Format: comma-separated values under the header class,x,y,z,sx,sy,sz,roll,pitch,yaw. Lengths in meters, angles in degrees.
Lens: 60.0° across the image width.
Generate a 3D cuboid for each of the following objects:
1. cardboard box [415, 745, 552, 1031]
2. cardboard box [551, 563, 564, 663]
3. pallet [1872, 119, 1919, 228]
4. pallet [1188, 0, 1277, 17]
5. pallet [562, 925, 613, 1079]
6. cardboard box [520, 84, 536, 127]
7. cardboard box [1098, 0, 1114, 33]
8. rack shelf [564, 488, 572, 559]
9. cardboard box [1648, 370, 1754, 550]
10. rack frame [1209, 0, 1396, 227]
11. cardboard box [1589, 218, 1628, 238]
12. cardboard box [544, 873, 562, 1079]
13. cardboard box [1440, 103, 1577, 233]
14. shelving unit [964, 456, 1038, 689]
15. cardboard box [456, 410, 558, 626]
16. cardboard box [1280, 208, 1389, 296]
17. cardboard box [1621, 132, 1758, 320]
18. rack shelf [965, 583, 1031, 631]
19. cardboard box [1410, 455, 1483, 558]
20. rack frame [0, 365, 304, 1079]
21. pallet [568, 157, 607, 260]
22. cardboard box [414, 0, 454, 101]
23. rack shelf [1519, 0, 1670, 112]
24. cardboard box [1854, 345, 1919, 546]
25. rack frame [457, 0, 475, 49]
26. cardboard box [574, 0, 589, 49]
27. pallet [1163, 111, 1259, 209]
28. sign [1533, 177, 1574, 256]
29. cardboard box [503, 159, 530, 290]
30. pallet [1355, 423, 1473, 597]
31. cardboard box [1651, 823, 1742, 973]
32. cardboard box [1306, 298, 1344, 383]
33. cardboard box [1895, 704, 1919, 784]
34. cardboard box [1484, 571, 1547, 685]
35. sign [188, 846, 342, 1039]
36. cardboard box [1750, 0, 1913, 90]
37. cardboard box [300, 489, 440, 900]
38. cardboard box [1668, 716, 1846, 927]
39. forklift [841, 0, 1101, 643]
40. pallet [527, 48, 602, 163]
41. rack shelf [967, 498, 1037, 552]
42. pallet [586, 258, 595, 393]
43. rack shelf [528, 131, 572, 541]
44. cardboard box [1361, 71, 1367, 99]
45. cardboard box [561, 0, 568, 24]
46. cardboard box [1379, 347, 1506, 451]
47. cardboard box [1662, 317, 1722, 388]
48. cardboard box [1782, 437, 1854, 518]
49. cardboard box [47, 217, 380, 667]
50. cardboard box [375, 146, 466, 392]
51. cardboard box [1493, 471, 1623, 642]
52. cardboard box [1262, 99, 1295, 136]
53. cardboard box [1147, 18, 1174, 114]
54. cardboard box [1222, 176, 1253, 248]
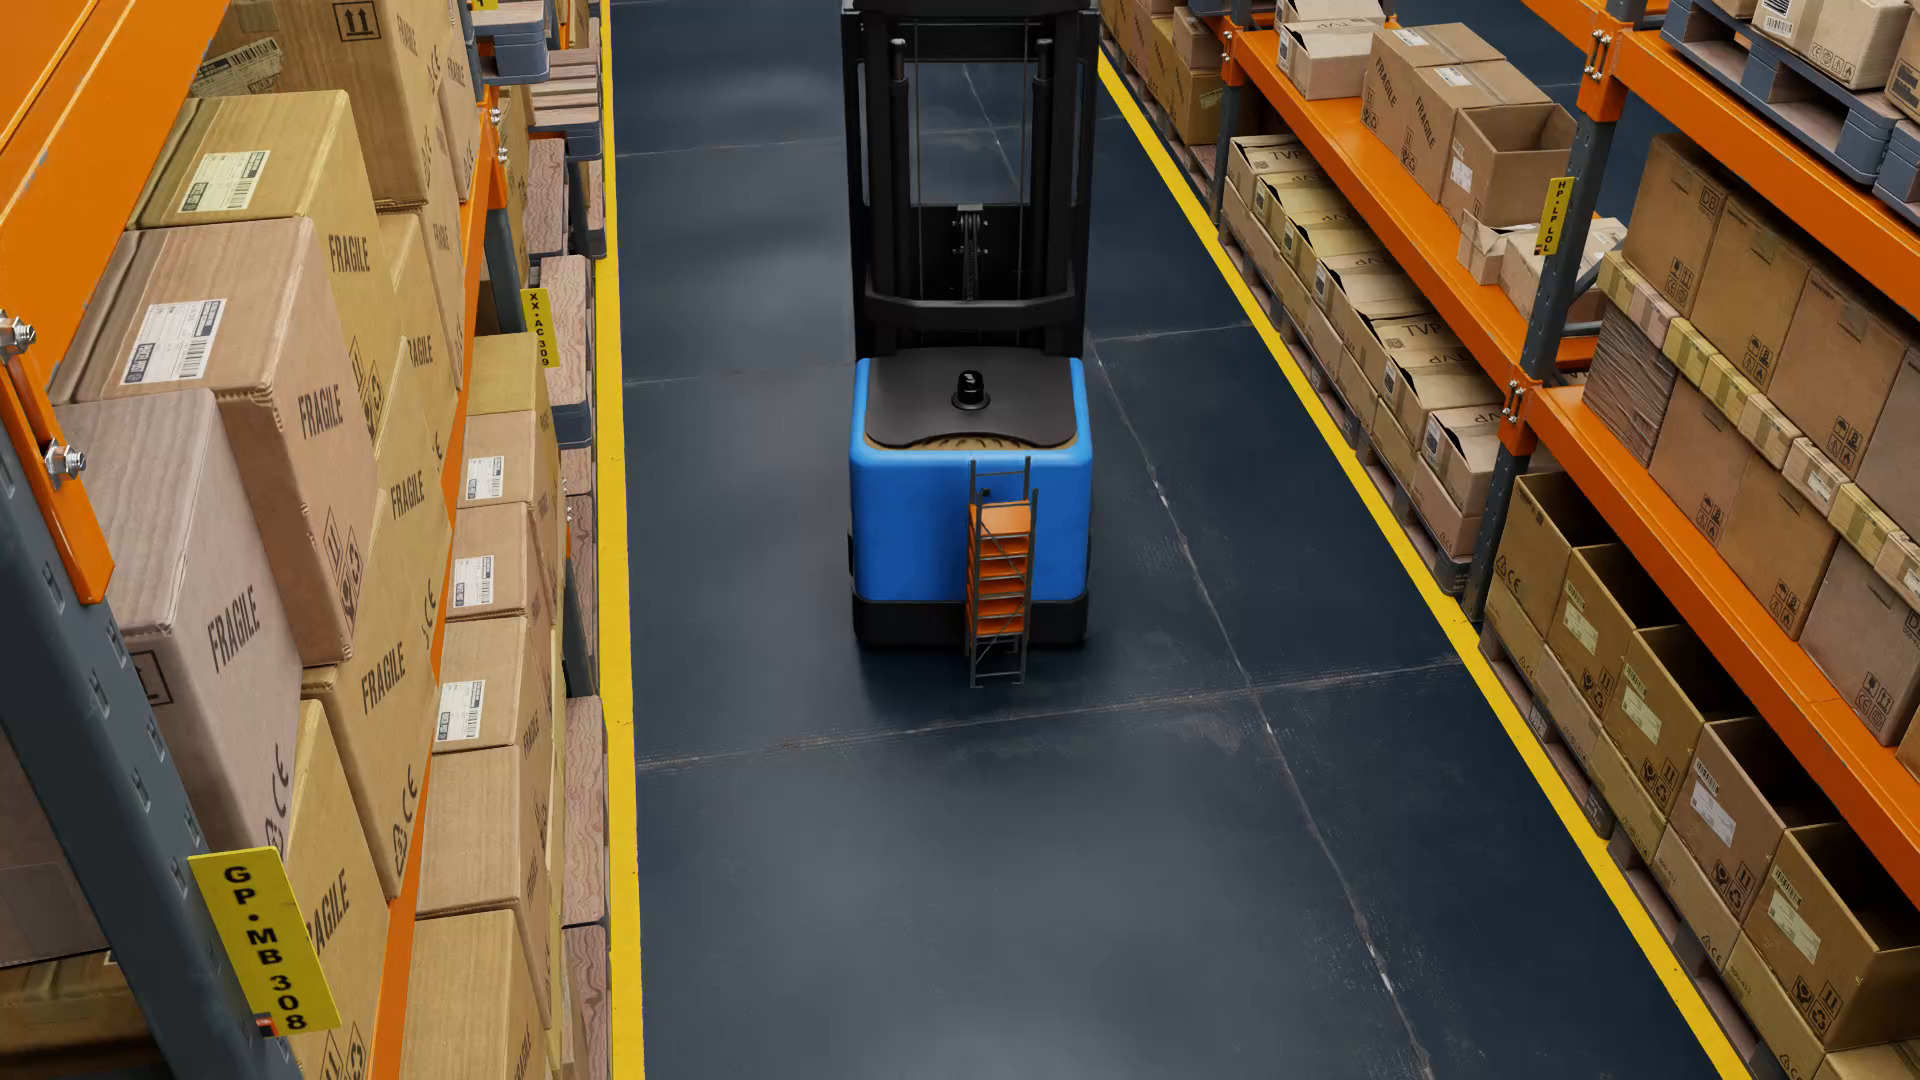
class,x,y,z,sx,sy,sz,roll,pitch,yaw
cardboard box,-1.292,0.885,4.061,0.500,0.500,0.500,-7,38,-9
cardboard box,-1.583,0.253,5.485,0.500,0.250,0.500,-6,38,-8
pallet,3.218,-0.791,4.350,1.003,0.211,1.213,-6,38,-8
pallet,1.943,-3.631,10.535,1.213,0.211,1.003,-6,38,-8
pallet,-1.674,1.888,5.548,1.003,0.211,1.213,-6,38,-8
cardboard box,-2.528,-2.365,8.310,0.700,0.500,0.500,-10,39,-12
cardboard box,1.379,-4.268,12.877,0.500,0.500,0.500,-6,38,-7
rack shelf,-1.693,1.138,4.826,1.077,0.370,4.000,-6,38,-8
cardboard box,3.015,-0.343,6.065,0.700,0.500,0.500,-7,38,-8
rack frame,2.131,-3.305,9.959,1.000,3.000,0.127,-6,38,-8
cardboard box,2.878,-1.347,7.643,0.380,0.149,0.250,-6,38,-8
cardboard box,-1.304,1.164,4.312,0.500,0.250,0.500,-7,38,-9
cardboard box,2.622,-1.712,7.827,0.500,0.500,0.500,-4,38,-5
shelving unit,0.163,0.160,6.954,0.258,1.200,0.189,-5,46,-6
cardboard box,-1.563,-0.045,5.258,0.500,0.500,0.500,-6,38,-8
cardboard box,2.121,-1.634,9.249,0.500,0.311,0.500,-7,38,-9
cardboard box,2.917,-1.173,6.076,0.700,0.500,0.500,-6,38,-8
rack shelf,0.160,0.274,7.072,0.258,0.103,0.180,-5,46,-6
cardboard box,2.474,-0.188,7.846,0.500,0.250,0.500,-7,38,-8
rack frame,-1.339,-0.307,1.210,0.949,2.616,0.053,-6,38,-8
pallet,-2.809,-2.153,10.749,1.003,0.211,1.213,-6,38,-8
cardboard box,-1.582,-1.375,4.117,0.500,0.500,0.500,-4,38,-5
rack shelf,2.482,-2.997,7.704,1.077,0.370,4.000,-6,38,-8
cardboard box,3.181,-0.264,4.906,0.700,0.500,0.500,-6,38,-8
rack frame,-2.044,-2.723,4.320,1.000,3.000,0.127,-6,38,-8
cardboard box,-3.046,-3.587,11.733,0.750,0.750,0.750,-5,38,-7
pallet,2.038,-2.659,11.400,1.003,0.211,1.213,-6,38,-8
sign,2.300,-1.250,6.435,0.100,0.325,0.005,-6,38,-8
cardboard box,-2.190,-1.216,6.830,0.700,0.500,0.500,-3,38,-3
pallet,2.665,-0.228,8.272,1.003,0.211,1.213,-6,38,-8
cardboard box,2.874,1.250,5.994,0.500,0.250,0.500,-6,38,-8
cardboard box,2.210,-1.110,9.033,0.500,0.250,0.500,-5,38,-7
cardboard box,3.286,0.587,4.868,0.700,0.500,0.500,-6,38,-8
cardboard box,2.615,0.344,7.161,0.500,0.250,0.500,-6,38,-8
sign,-0.808,0.474,1.937,0.100,0.325,0.005,-6,38,-8
cardboard box,2.756,-1.600,4.936,0.500,0.311,0.500,-8,39,-10
cardboard box,-1.214,0.273,2.810,0.500,0.500,0.500,-4,38,-5
cardboard box,2.871,0.955,5.764,0.500,0.500,0.500,-6,38,-8
forklift,0.043,-1.567,7.778,1.130,2.935,3.031,0,38,0
pallet,-2.515,-2.275,8.790,1.213,0.211,1.003,-6,38,-8
rack shelf,0.168,-0.060,6.727,0.258,0.103,0.180,-5,46,-6
pallet,-2.610,-1.196,9.518,1.003,0.211,1.213,-6,38,-8
rack shelf,-2.394,-1.278,7.936,1.077,0.370,4.000,-6,38,-8
cardboard box,2.410,-2.441,9.052,0.380,0.149,0.250,-4,38,-5
cardboard box,-2.574,-3.225,10.044,0.380,0.149,0.250,-5,38,-7
cardboard box,2.382,-0.718,8.070,0.500,0.311,0.500,-5,38,-7
cardboard box,2.780,-0.694,5.988,0.380,0.149,0.250,-7,38,-9
cardboard box,2.919,-0.223,5.382,0.380,0.149,0.250,-7,38,-9
cardboard box,-1.209,-0.132,2.517,0.500,0.500,0.500,-7,38,-8
cardboard box,-1.501,-0.670,4.024,0.500,0.500,0.500,-8,38,-10
cardboard box,2.606,0.049,6.930,0.500,0.500,0.500,-6,38,-8
cardboard box,2.333,-2.797,10.984,0.500,0.500,0.500,-5,38,-6
cardboard box,1.646,-3.344,11.688,0.500,0.500,0.500,-8,38,-10
cardboard box,1.934,-2.037,10.226,0.500,0.250,0.500,-6,38,-8
